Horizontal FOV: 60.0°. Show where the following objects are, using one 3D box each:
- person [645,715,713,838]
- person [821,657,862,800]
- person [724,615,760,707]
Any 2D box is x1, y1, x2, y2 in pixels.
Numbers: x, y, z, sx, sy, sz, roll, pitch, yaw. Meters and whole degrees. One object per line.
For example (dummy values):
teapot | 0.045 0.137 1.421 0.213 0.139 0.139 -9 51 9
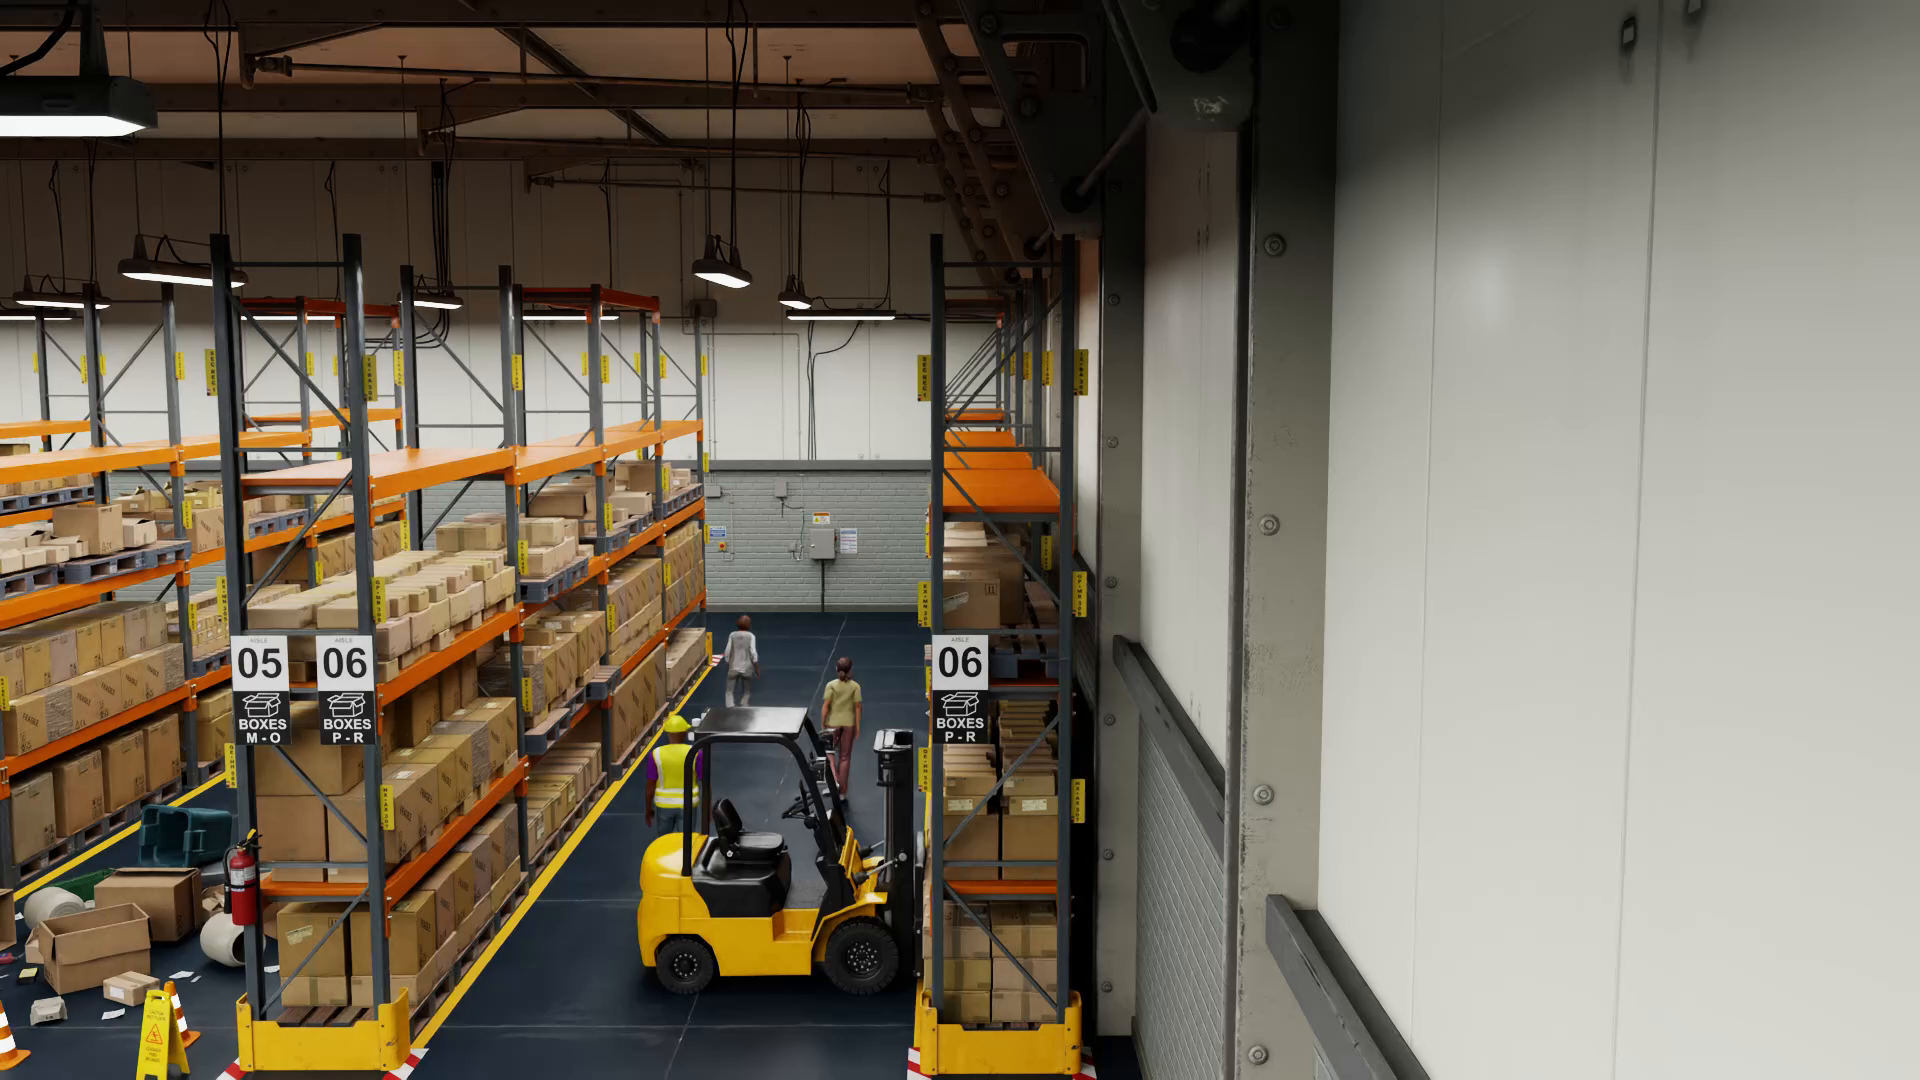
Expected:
person | -2.698 2.540 15.952 0.649 1.752 0.791 -1 6 -5
person | -1.379 2.196 19.346 0.493 1.670 0.467 -1 6 -8
person | -3.053 1.848 23.047 0.523 1.570 0.622 0 6 3
